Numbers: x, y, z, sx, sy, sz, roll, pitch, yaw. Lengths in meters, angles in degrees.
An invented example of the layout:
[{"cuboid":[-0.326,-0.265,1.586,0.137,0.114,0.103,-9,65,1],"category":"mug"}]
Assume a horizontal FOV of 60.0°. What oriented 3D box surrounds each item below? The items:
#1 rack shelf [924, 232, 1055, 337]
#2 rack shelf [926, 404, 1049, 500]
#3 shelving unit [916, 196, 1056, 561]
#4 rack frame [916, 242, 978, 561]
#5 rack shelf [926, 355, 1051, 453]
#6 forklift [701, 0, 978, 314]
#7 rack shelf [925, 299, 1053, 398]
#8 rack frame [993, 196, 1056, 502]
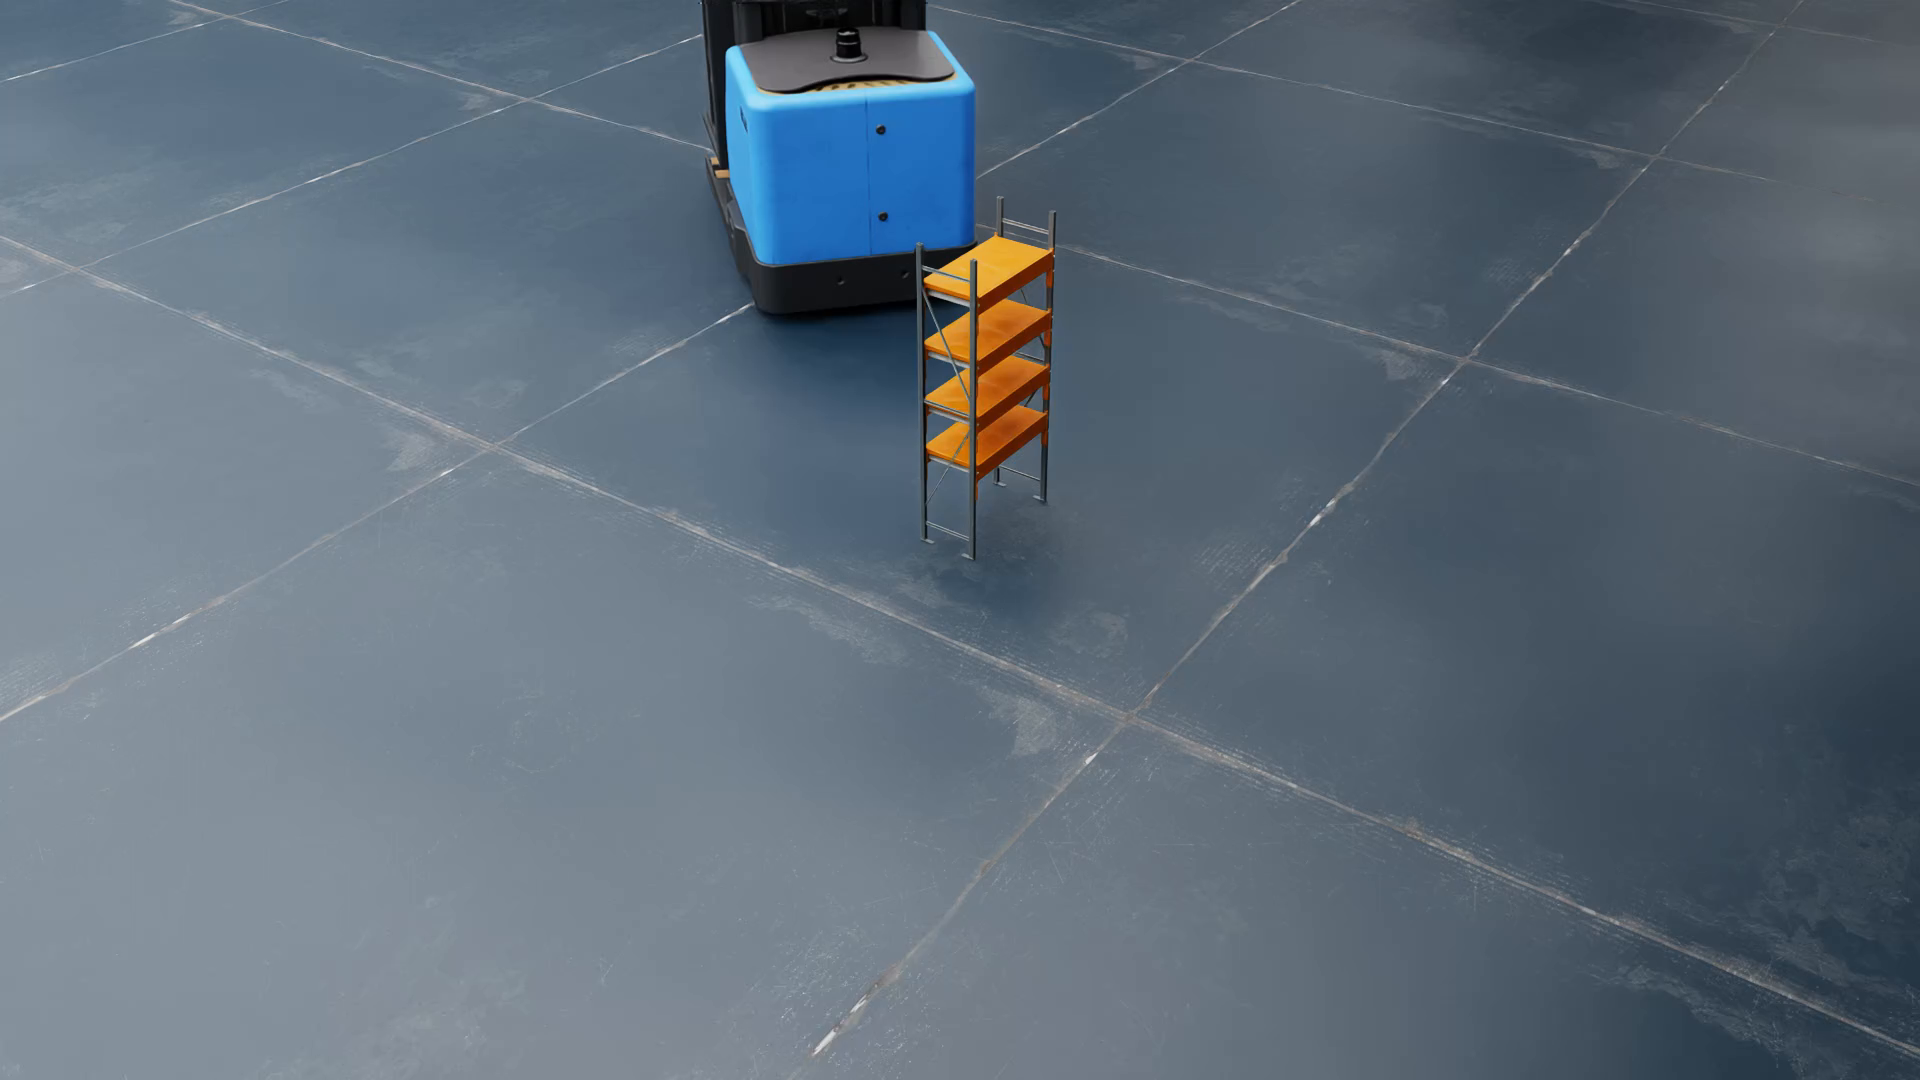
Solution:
[{"cuboid":[0.094,-0.899,5.806,0.258,0.148,0.480,21,39,28],"category":"rack shelf"},{"cuboid":[0.094,-0.353,6.175,0.258,0.148,0.480,21,39,28],"category":"rack shelf"},{"cuboid":[0.094,-0.573,6.027,0.258,1.200,0.503,21,39,28],"category":"shelving unit"},{"cuboid":[-0.045,-0.461,5.860,0.240,1.200,0.015,21,39,28],"category":"rack frame"},{"cuboid":[0.094,-0.517,6.064,0.258,0.148,0.480,21,39,28],"category":"rack shelf"},{"cuboid":[-0.768,-3.077,8.184,1.130,2.935,3.031,-8,35,-12],"category":"forklift"},{"cuboid":[0.094,-0.703,5.939,0.258,0.148,0.480,21,39,28],"category":"rack shelf"},{"cuboid":[0.233,-0.686,6.193,0.240,1.200,0.015,21,39,28],"category":"rack frame"}]
